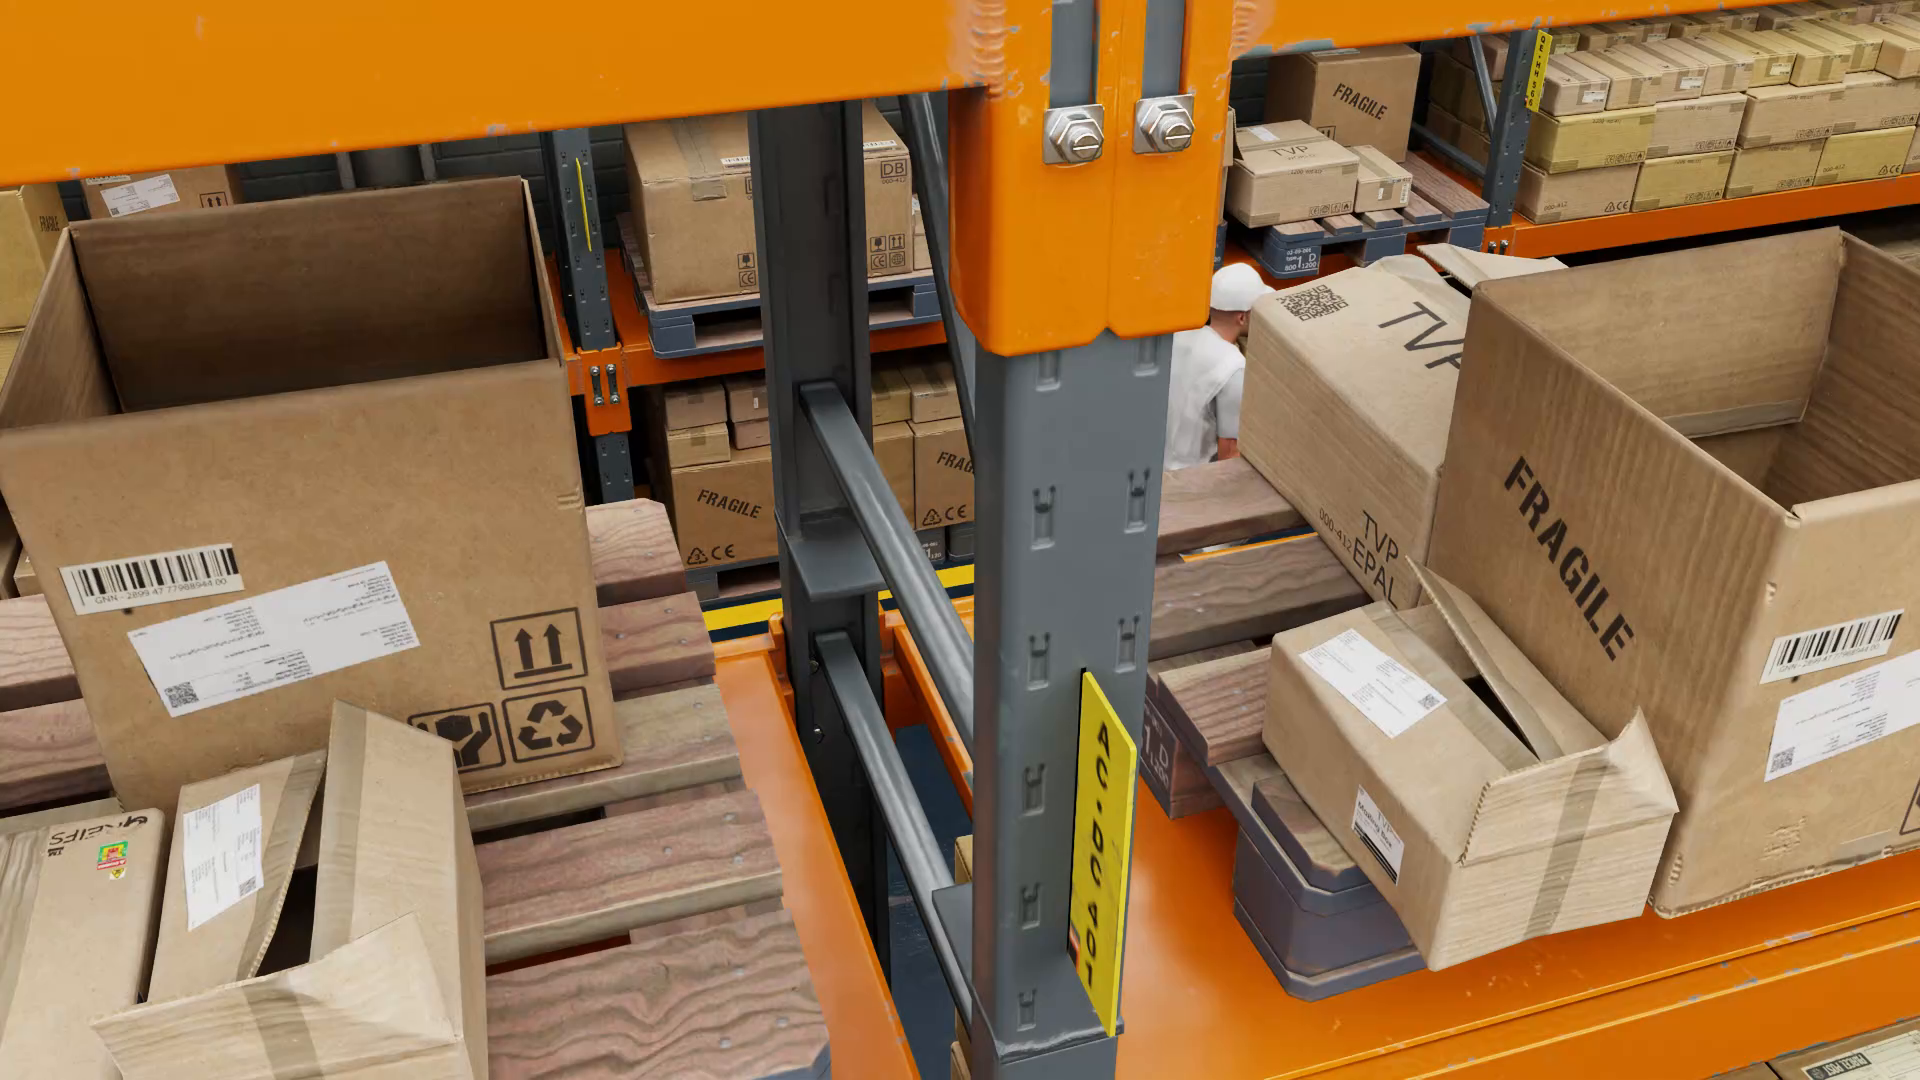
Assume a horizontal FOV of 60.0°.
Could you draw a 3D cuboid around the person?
[{"bbox_3d":[0.959,-0.226,6.470,0.453,1.777,0.609,-13,36,-18],"label":"person"}]
